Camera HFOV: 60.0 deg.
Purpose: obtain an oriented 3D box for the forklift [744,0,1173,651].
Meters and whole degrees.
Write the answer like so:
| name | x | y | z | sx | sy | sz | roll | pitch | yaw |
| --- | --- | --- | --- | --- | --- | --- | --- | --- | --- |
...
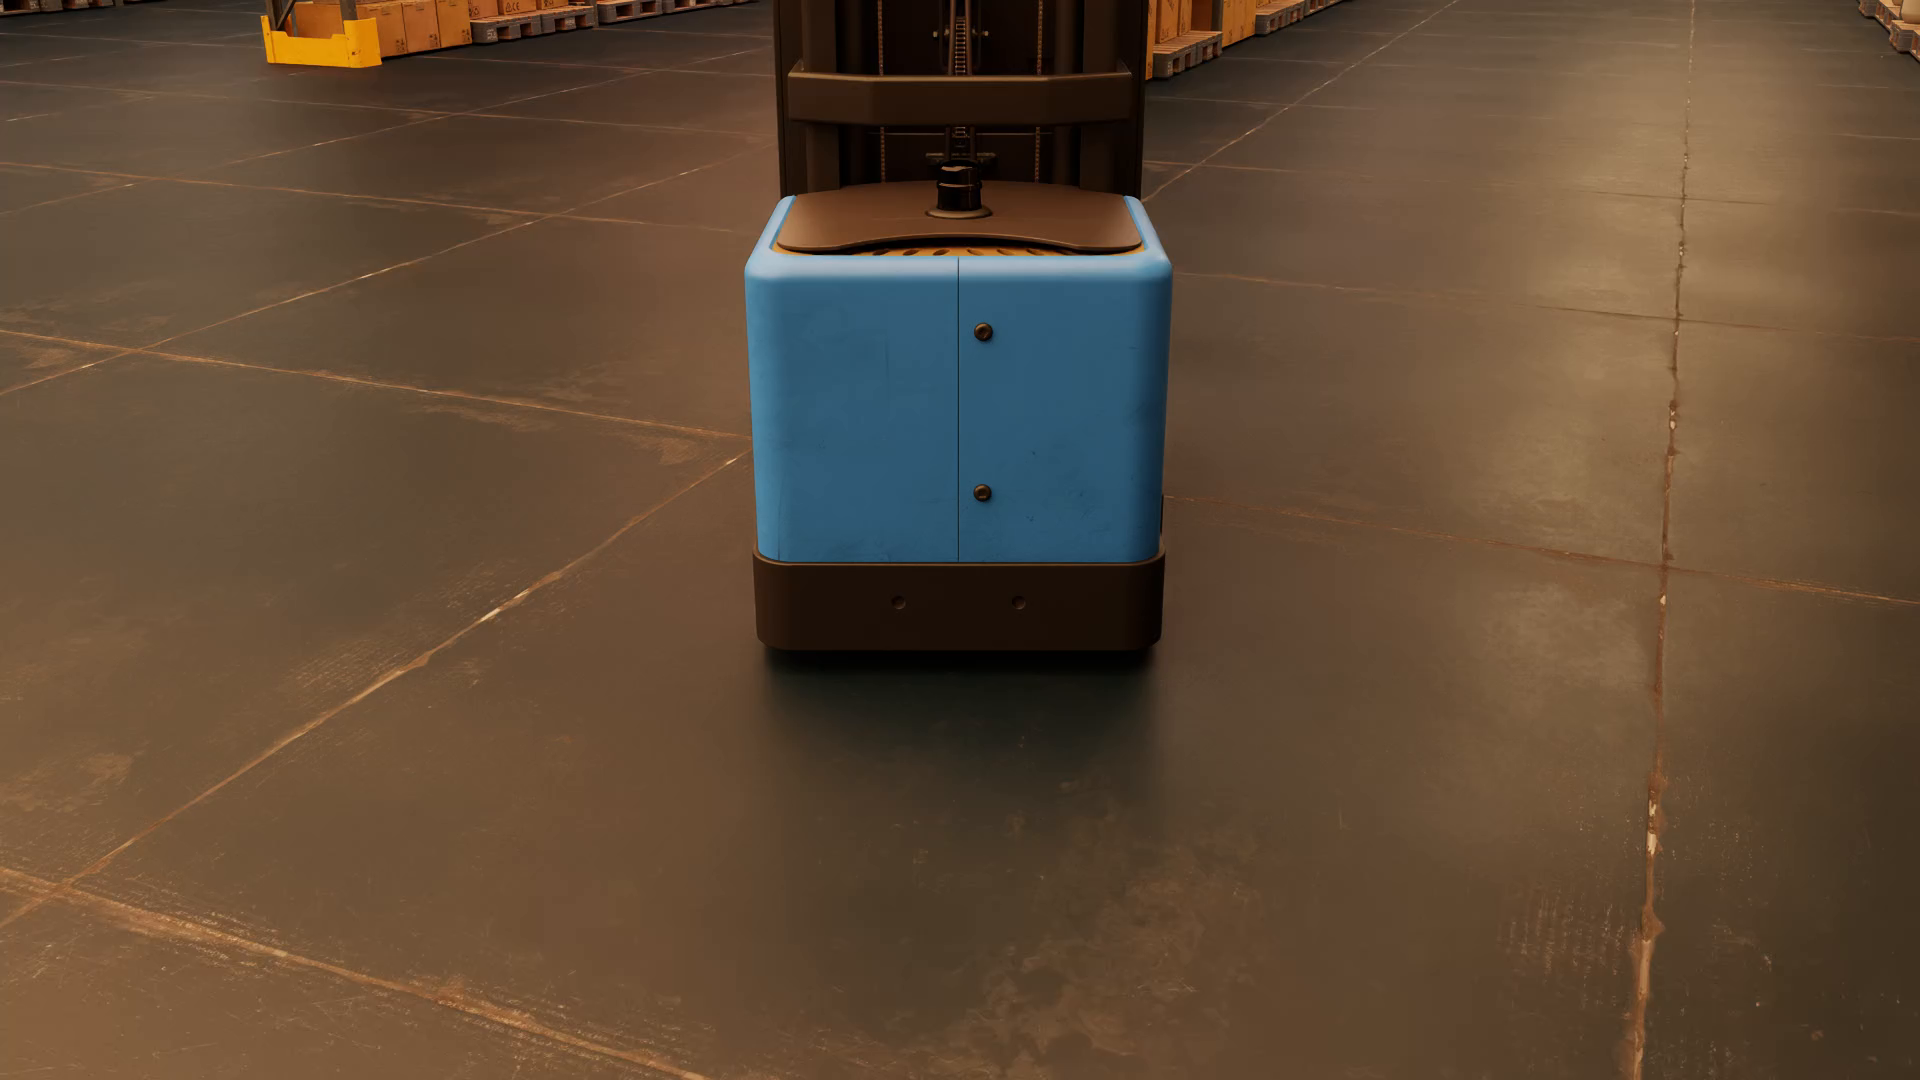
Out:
| name | x | y | z | sx | sy | sz | roll | pitch | yaw |
| --- | --- | --- | --- | --- | --- | --- | --- | --- | --- |
| forklift | 0.002 | -1.587 | 5.089 | 1.130 | 2.935 | 3.031 | 0 | 23 | 0 |
